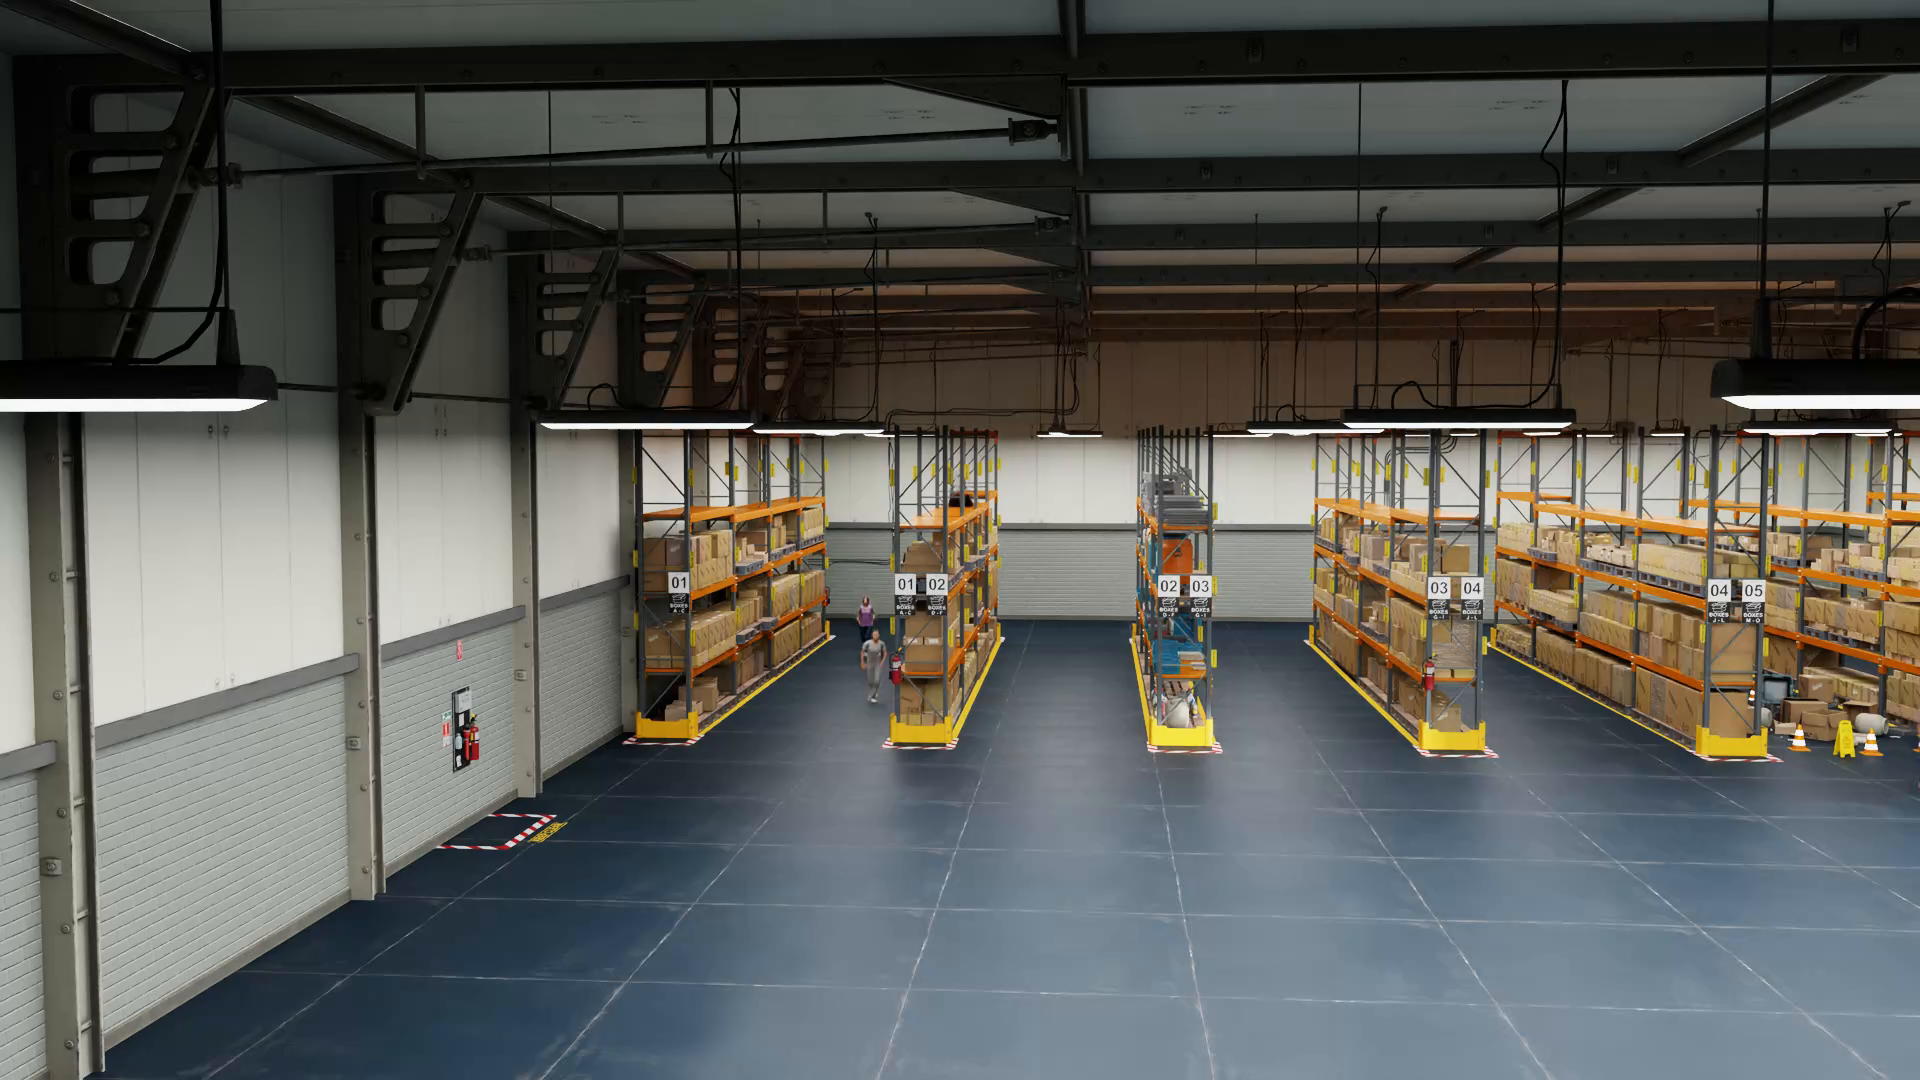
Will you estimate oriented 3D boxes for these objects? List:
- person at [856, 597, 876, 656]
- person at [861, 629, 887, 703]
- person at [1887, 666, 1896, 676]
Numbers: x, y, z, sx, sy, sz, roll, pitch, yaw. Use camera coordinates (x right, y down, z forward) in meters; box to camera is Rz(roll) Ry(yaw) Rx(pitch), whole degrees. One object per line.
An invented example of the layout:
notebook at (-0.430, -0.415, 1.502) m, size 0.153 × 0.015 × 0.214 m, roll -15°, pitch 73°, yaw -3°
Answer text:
person at (-2.507, 2.288, 44.336) m, size 0.547 × 1.568 × 0.632 m, roll 0°, pitch 3°, yaw -3°
person at (-1.882, 2.738, 36.346) m, size 0.578 × 1.614 × 0.554 m, roll 0°, pitch 3°, yaw -8°
person at (21.604, 2.698, 38.001) m, size 0.645 × 1.539 × 1.172 m, roll -1°, pitch 4°, yaw -17°
